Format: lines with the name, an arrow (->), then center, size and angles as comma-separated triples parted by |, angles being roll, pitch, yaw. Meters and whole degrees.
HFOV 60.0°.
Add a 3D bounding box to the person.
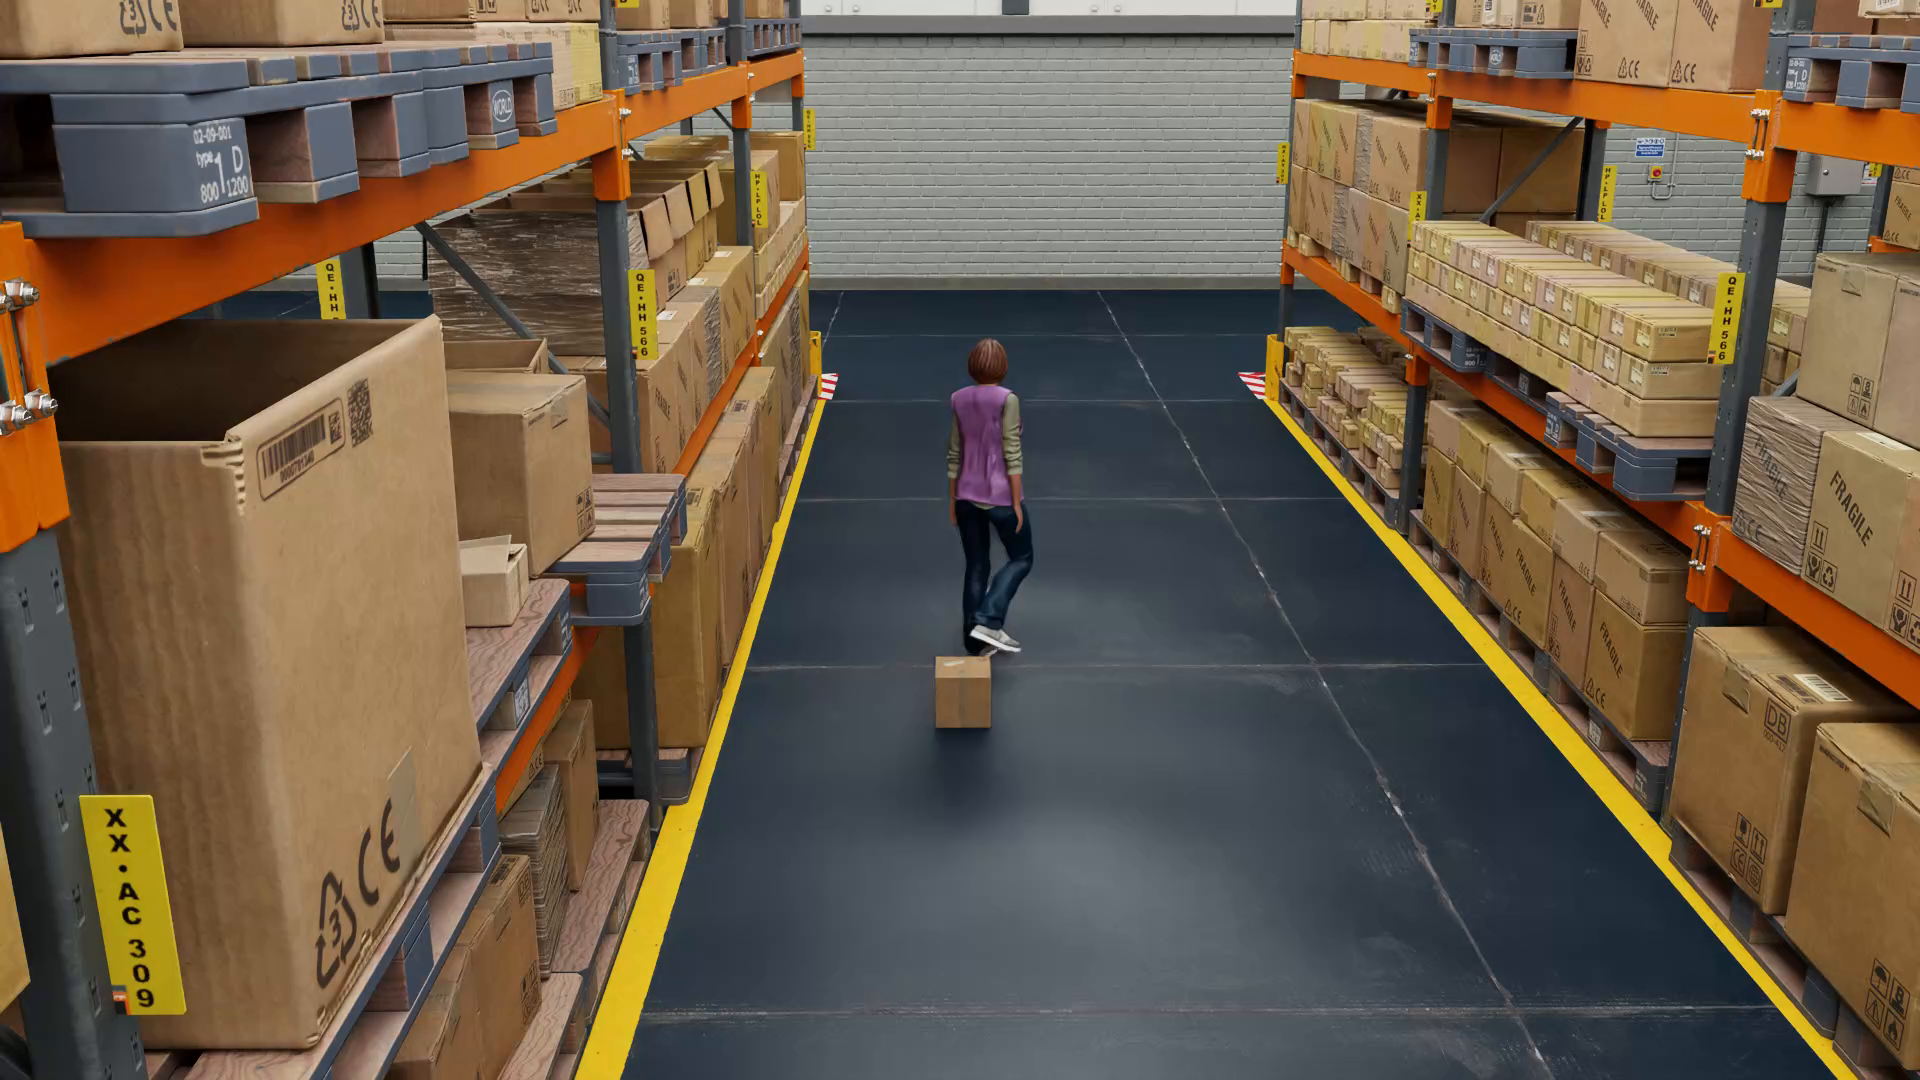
person -> 0.120, -0.163, 8.078 | 0.472, 1.575, 0.456 | 10, 20, 28
